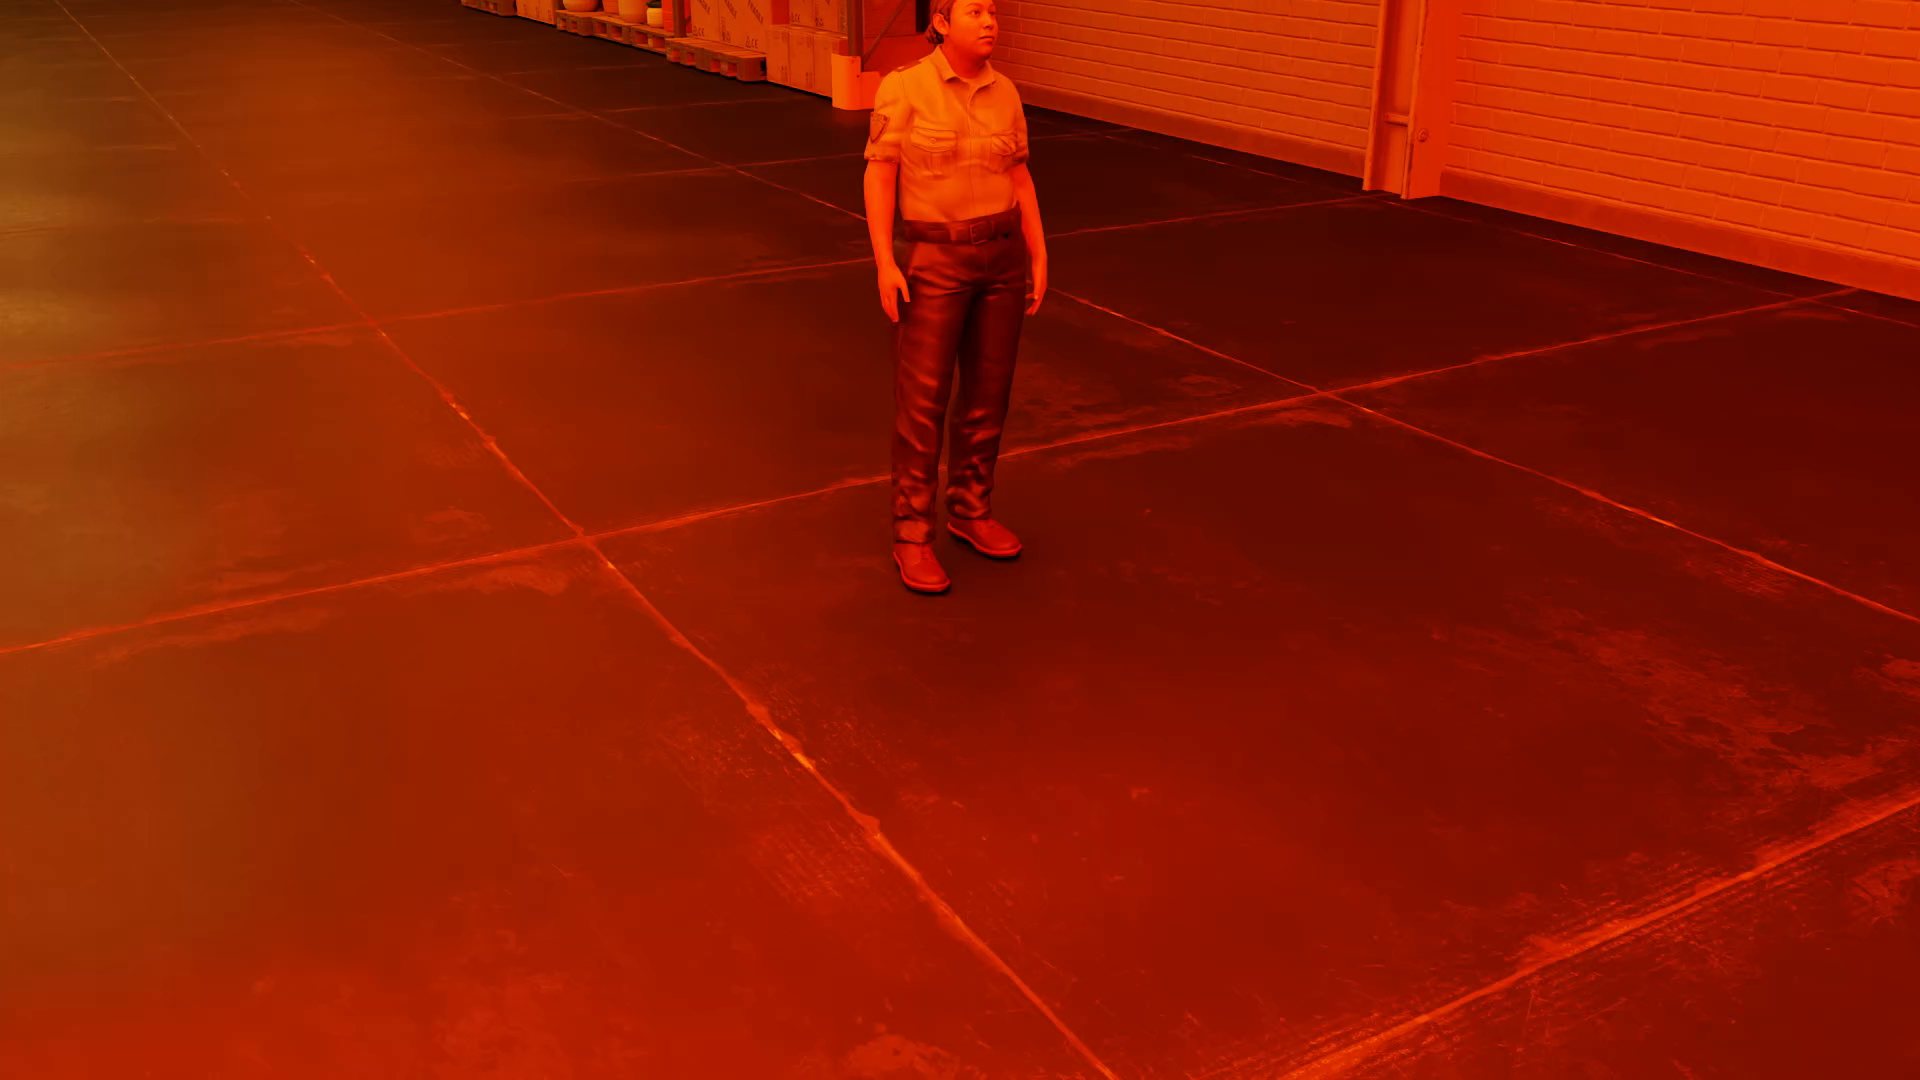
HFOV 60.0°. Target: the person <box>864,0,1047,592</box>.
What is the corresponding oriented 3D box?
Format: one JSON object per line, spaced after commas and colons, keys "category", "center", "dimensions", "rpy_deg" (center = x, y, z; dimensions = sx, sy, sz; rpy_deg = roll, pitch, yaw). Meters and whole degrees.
{"category": "person", "center": [0.025, -0.735, 4.736], "dimensions": [0.598, 1.651, 0.502], "rpy_deg": [-12, 25, -28]}
